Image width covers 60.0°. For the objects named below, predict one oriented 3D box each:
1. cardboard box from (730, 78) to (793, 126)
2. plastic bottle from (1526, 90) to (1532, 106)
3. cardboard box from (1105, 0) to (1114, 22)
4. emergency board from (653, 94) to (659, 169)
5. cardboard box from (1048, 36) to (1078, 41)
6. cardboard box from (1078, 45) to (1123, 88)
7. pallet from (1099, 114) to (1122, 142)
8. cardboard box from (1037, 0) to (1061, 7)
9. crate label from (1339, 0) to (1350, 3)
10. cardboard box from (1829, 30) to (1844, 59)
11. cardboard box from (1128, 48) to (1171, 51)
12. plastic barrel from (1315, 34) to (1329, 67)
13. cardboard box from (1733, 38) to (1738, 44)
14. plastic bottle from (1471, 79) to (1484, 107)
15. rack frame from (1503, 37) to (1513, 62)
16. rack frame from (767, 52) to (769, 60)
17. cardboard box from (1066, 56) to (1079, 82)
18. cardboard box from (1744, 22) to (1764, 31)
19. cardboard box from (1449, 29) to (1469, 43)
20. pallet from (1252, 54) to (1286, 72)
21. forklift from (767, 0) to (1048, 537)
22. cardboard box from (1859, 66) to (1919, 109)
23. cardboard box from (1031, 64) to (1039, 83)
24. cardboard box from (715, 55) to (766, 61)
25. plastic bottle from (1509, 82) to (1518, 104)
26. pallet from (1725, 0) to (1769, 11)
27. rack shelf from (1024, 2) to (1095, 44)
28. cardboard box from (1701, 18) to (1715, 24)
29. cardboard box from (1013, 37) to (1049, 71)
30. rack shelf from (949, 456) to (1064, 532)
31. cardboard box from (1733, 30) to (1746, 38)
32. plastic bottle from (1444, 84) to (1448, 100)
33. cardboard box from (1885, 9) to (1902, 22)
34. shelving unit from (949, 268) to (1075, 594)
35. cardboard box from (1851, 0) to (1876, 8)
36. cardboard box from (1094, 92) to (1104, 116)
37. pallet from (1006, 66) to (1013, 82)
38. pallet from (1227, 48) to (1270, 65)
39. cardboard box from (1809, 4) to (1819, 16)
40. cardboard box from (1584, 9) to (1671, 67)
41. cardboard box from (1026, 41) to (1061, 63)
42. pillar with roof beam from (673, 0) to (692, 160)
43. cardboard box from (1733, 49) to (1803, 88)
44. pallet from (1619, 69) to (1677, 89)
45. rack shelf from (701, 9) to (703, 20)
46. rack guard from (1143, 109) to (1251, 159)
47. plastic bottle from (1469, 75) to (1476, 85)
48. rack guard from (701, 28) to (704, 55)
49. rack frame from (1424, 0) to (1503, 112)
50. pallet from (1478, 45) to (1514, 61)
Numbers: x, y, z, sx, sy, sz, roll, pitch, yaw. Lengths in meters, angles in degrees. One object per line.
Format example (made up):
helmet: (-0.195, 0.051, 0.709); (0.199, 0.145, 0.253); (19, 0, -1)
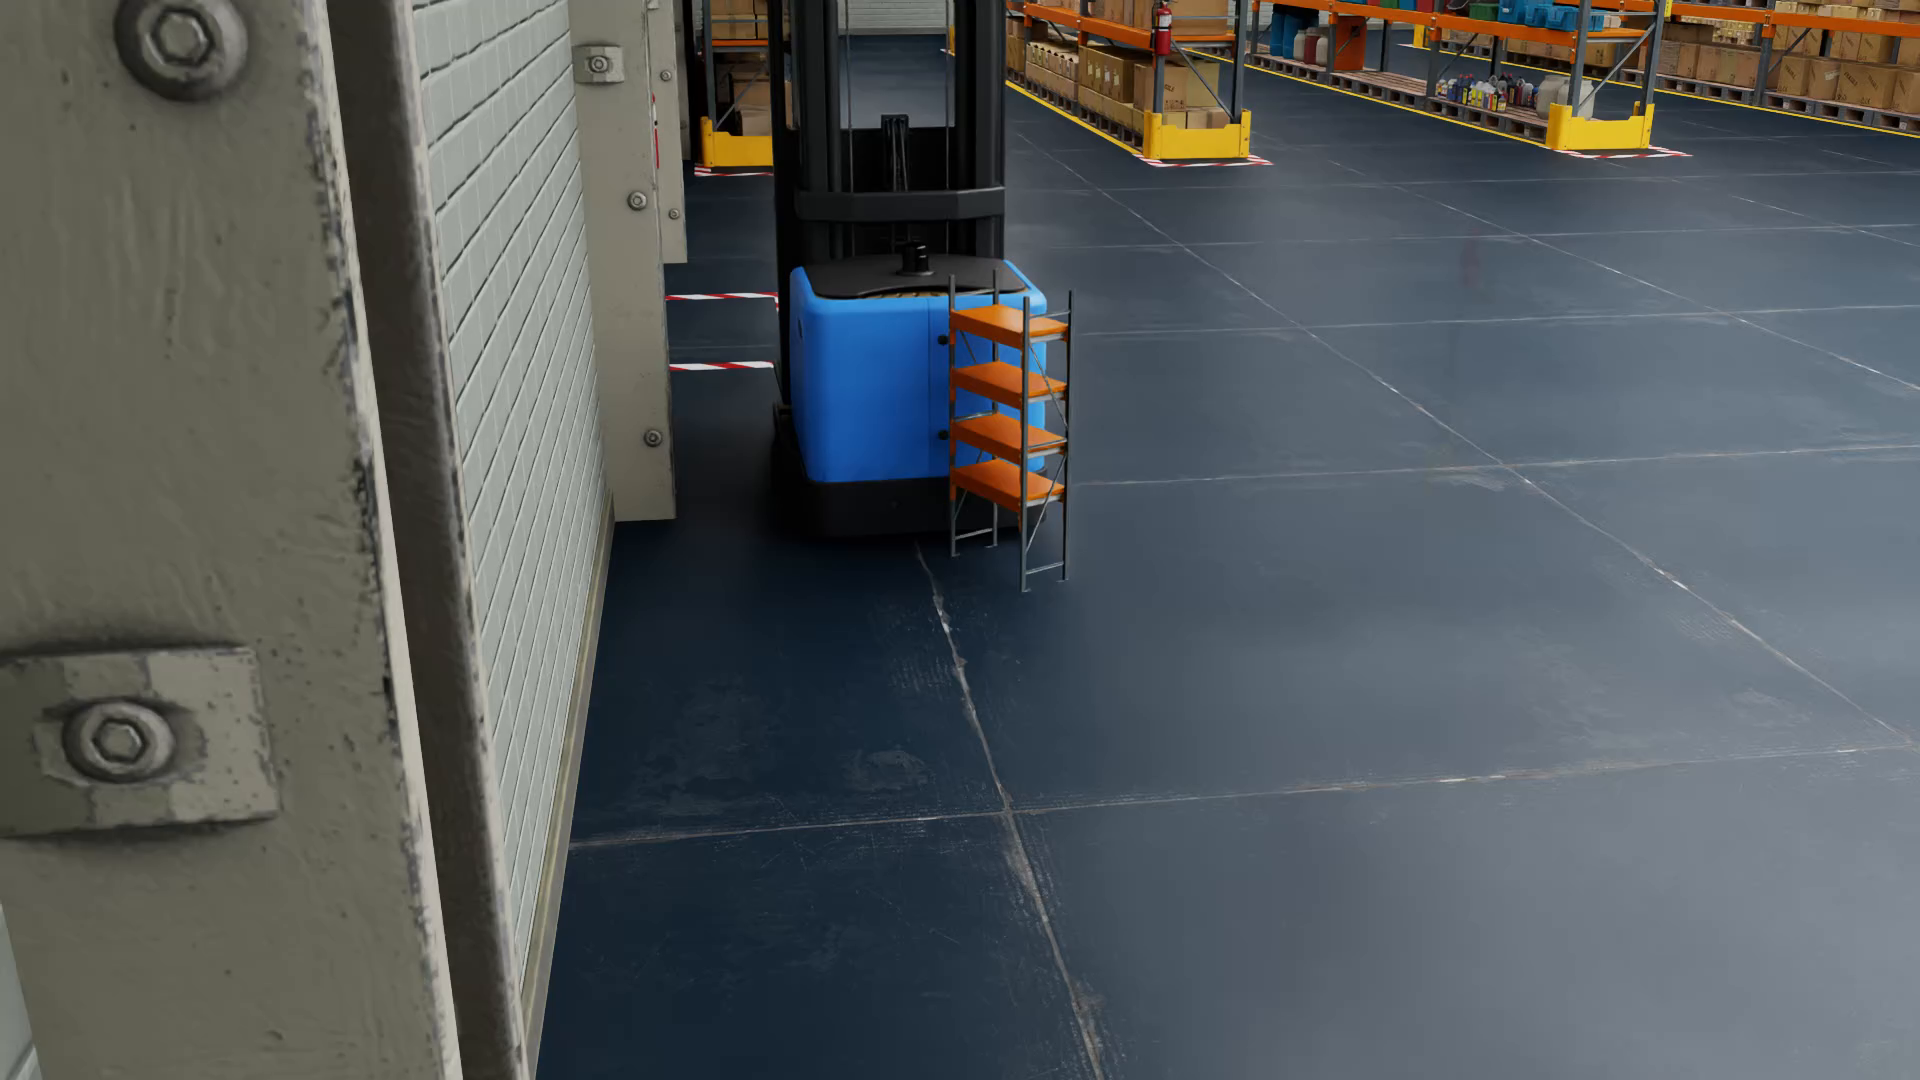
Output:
cardboard box: (-2.379, -5.252, 19.934); (0.700, 0.500, 0.500); (-4, 21, -11)
plastic bottle: (7.513, -5.816, 21.871); (0.097, 0.201, 0.097); (0, 20, 0)
cardboard box: (2.248, -6.866, 21.169); (0.700, 0.500, 0.500); (-3, 21, -8)
emergency board: (-2.003, -2.783, 10.379); (0.194, 1.169, 0.643); (-3, 21, -8)
cardboard box: (1.655, -7.928, 27.099); (0.500, 0.500, 0.500); (-4, 21, -10)
cardboard box: (1.852, -6.238, 21.890); (0.500, 0.500, 0.500); (-3, 21, -8)
pallet: (2.348, -5.148, 20.697); (1.003, 0.211, 1.213); (-3, 21, -8)
cardboard box: (1.456, -8.179, 24.954); (0.500, 0.311, 0.500); (-3, 21, -8)
crate label: (6.111, -8.545, 26.047); (0.303, 0.233, 0.416); (-3, 21, -8)
cardboard box: (15.728, -8.856, 29.612); (0.500, 0.500, 0.500); (-4, 21, -10)
cardboard box: (2.439, -6.091, 21.496); (0.500, 0.500, 0.500); (-3, 21, -8)
plastic barrel: (6.164, -8.179, 27.783); (0.421, 0.512, 0.421); (0, 20, 0)
cardboard box: (15.320, -9.712, 32.407); (0.380, 0.149, 0.250); (-2, 21, -6)
plastic bottle: (6.792, -5.856, 21.764); (0.144, 0.351, 0.185); (-3, 21, -8)
rack frame: (10.745, -10.423, 30.836); (1.000, 3.000, 0.127); (-3, 21, -8)
rack frame: (-3.383, -8.289, 25.121); (1.000, 3.000, 0.127); (-3, 21, -8)
cardboard box: (1.753, -6.452, 22.732); (0.500, 0.311, 0.500); (-3, 21, -8)
cardboard box: (15.359, -9.888, 32.028); (0.380, 0.149, 0.250); (-2, 21, -6)
cardboard box: (10.471, -10.477, 33.416); (0.875, 0.875, 0.875); (-3, 21, -8)
pallet: (5.914, -8.598, 29.934); (1.003, 0.211, 1.213); (-3, 21, -8)
forklift: (-0.372, -1.863, 8.015); (1.130, 2.935, 3.031); (-3, 21, -9)
cardboard box: (12.210, -5.934, 21.789); (0.500, 0.500, 0.500); (-1, 21, -3)
cardboard box: (1.377, -7.078, 25.210); (0.500, 0.250, 0.500); (-3, 21, -9)
cardboard box: (-3.086, -6.548, 23.404); (0.700, 0.500, 0.500); (-3, 21, -7)
plastic bottle: (7.352, -5.936, 22.076); (0.061, 0.283, 0.133); (-3, 21, -8)
pallet: (11.932, -7.835, 24.181); (1.003, 0.211, 1.213); (-3, 21, -8)
rack shelf: (1.807, -7.510, 24.065); (1.077, 0.370, 4.000); (-3, 21, -8)
cardboard box: (15.171, -10.428, 33.472); (0.380, 0.149, 0.250); (-3, 21, -8)
cardboard box: (1.152, -7.887, 26.989); (0.500, 0.500, 0.500); (-2, 21, -6)
rack shelf: (0.198, -0.193, 6.778); (0.258, 0.148, 0.480); (-14, 25, -33)
cardboard box: (15.257, -9.825, 32.283); (0.380, 0.149, 0.250); (-4, 21, -10)
plastic bottle: (6.639, -6.096, 22.620); (0.097, 0.201, 0.097); (0, 20, 0)
cardboard box: (12.033, -6.671, 21.148); (0.380, 0.149, 0.250); (-3, 21, -8)
shelving unit: (0.198, -0.442, 6.685); (0.258, 1.200, 0.503); (-14, 25, -33)
cardboard box: (12.143, -7.162, 21.537); (0.875, 0.500, 0.500); (-3, 21, -8)
cardboard box: (1.996, -5.541, 21.094); (0.500, 0.250, 0.500); (-3, 21, -8)
pallet: (1.276, -7.915, 28.107); (1.003, 0.211, 1.213); (-3, 21, -8)
pallet: (5.700, -9.120, 31.331); (1.003, 0.211, 1.213); (-3, 21, -8)
cardboard box: (11.764, -7.187, 22.532); (0.380, 0.149, 0.250); (-3, 21, -8)
cardboard box: (11.243, -8.479, 28.069); (1.225, 0.875, 0.875); (-4, 21, -10)
cardboard box: (1.304, -7.515, 25.578); (0.500, 0.311, 0.500); (-2, 21, -6)
pillar with roof beam: (1.074, -8.745, 17.769); (9.100, 9.000, 0.400); (-3, 21, -8)
cardboard box: (11.831, -6.902, 24.352); (0.700, 0.500, 0.500); (-5, 21, -12)
pallet: (11.433, -7.461, 26.891); (1.003, 0.211, 1.213); (-3, 21, -8)
rack shelf: (-3.094, -7.259, 23.393); (1.077, 0.370, 4.000); (-3, 21, -8)
rack guard: (2.675, -4.591, 18.793); (1.175, 0.500, 0.348); (-3, 21, -8)
plastic bottle: (6.846, -6.075, 22.353); (0.144, 0.351, 0.185); (-3, 21, -8)
rack guard: (-4.539, -9.896, 32.997); (1.175, 0.500, 0.348); (-3, 21, -8)
rack frame: (6.997, -7.403, 22.751); (1.000, 3.000, 0.127); (-3, 21, -8)
pallet: (10.713, -9.384, 32.039); (1.003, 0.211, 1.213); (-3, 21, -8)
